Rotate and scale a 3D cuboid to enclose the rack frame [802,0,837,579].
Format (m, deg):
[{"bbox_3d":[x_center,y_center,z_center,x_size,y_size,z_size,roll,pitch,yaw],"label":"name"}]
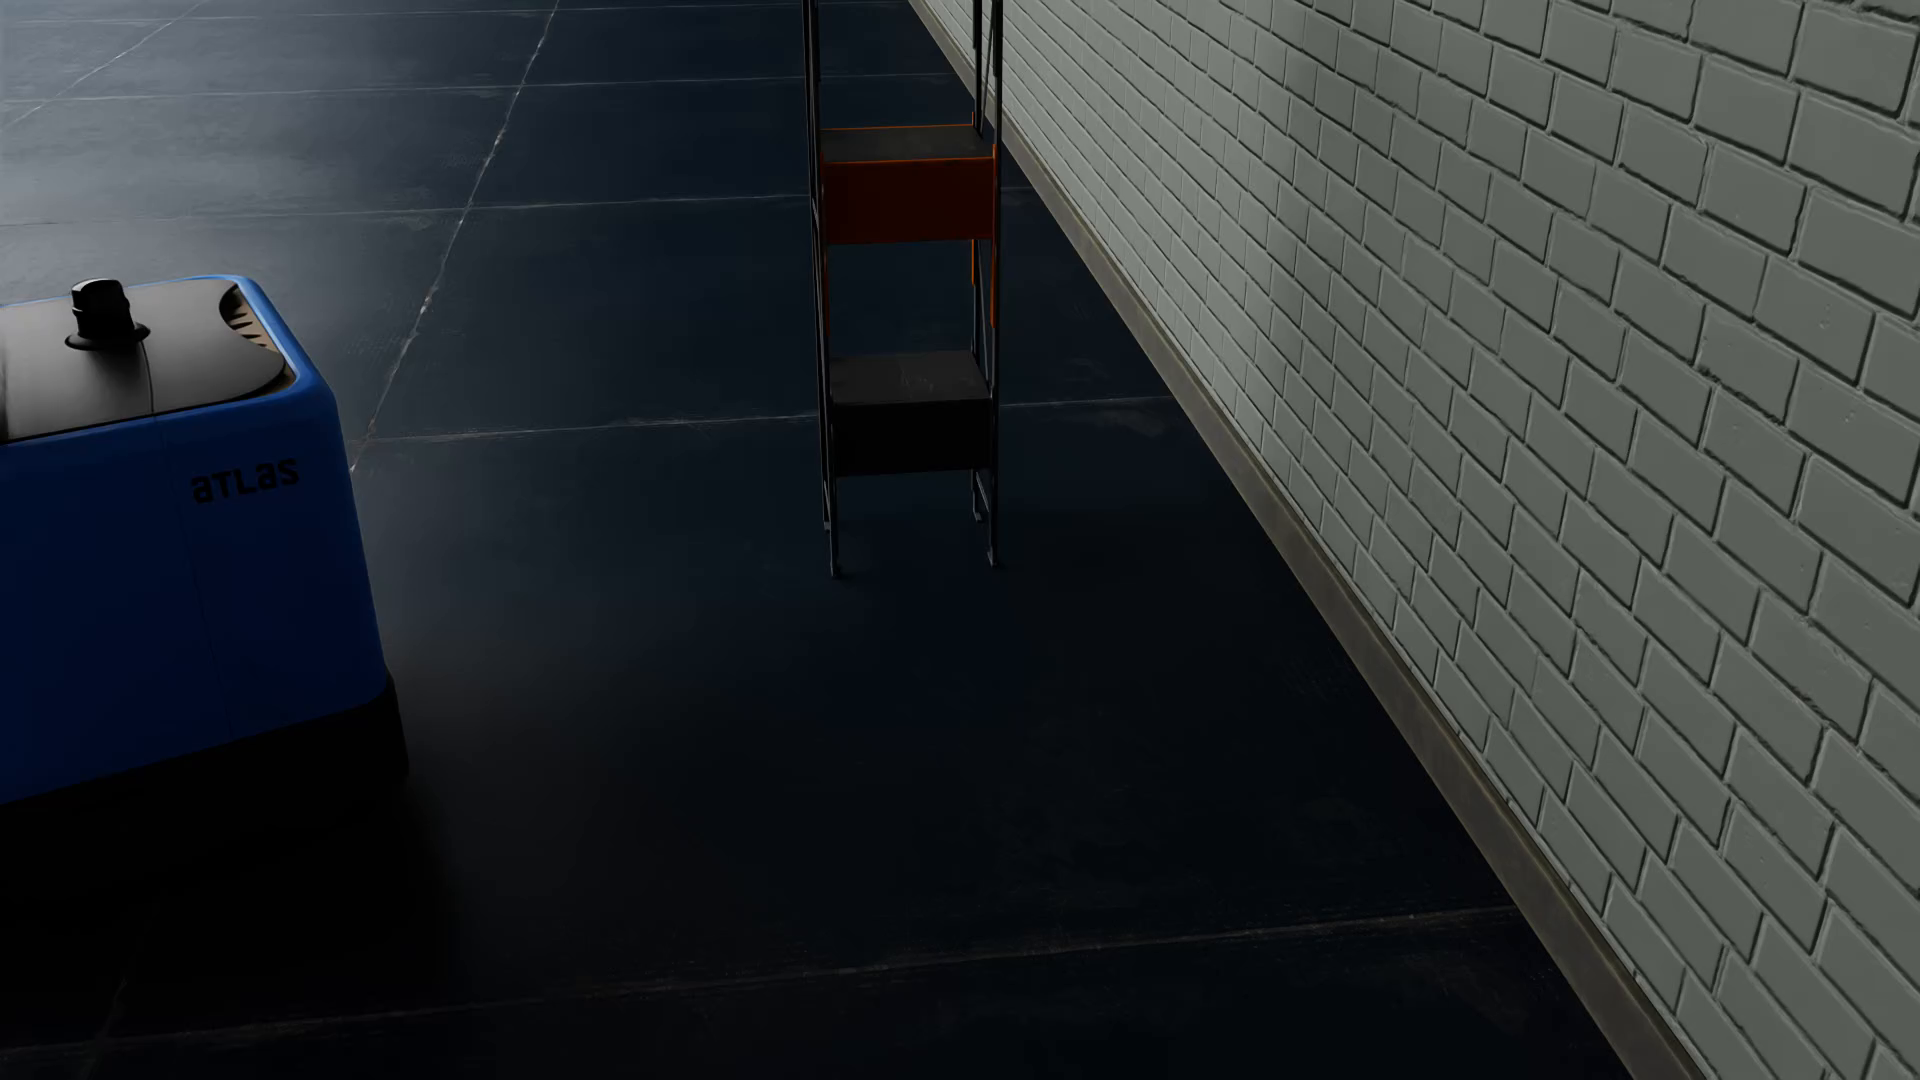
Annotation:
[{"bbox_3d":[-0.406,-0.908,4.720,0.015,2.100,0.400,-4,27,-7],"label":"rack frame"}]

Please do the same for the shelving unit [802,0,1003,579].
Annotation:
[{"bbox_3d":[-0.164,-0.924,4.750,0.503,2.100,0.431,-4,27,-7],"label":"shelving unit"}]

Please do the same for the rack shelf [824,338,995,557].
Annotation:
[{"bbox_3d":[-0.164,-0.289,5.076,0.480,0.518,0.431,-4,27,-7],"label":"rack shelf"}]

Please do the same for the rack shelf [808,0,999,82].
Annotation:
[{"bbox_3d":[-0.164,-1.534,4.437,0.480,0.518,0.431,-4,27,-7],"label":"rack shelf"}]

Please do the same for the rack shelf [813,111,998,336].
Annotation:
[{"bbox_3d":[-0.164,-0.912,4.756,0.480,0.518,0.431,-4,27,-7],"label":"rack shelf"}]

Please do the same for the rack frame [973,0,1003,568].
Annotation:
[{"bbox_3d":[0.078,-0.939,4.780,0.015,2.100,0.400,-4,27,-7],"label":"rack frame"}]

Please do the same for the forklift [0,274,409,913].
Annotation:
[{"bbox_3d":[-2.858,-0.512,3.037,3.031,2.935,1.130,-15,31,-27],"label":"forklift"}]
